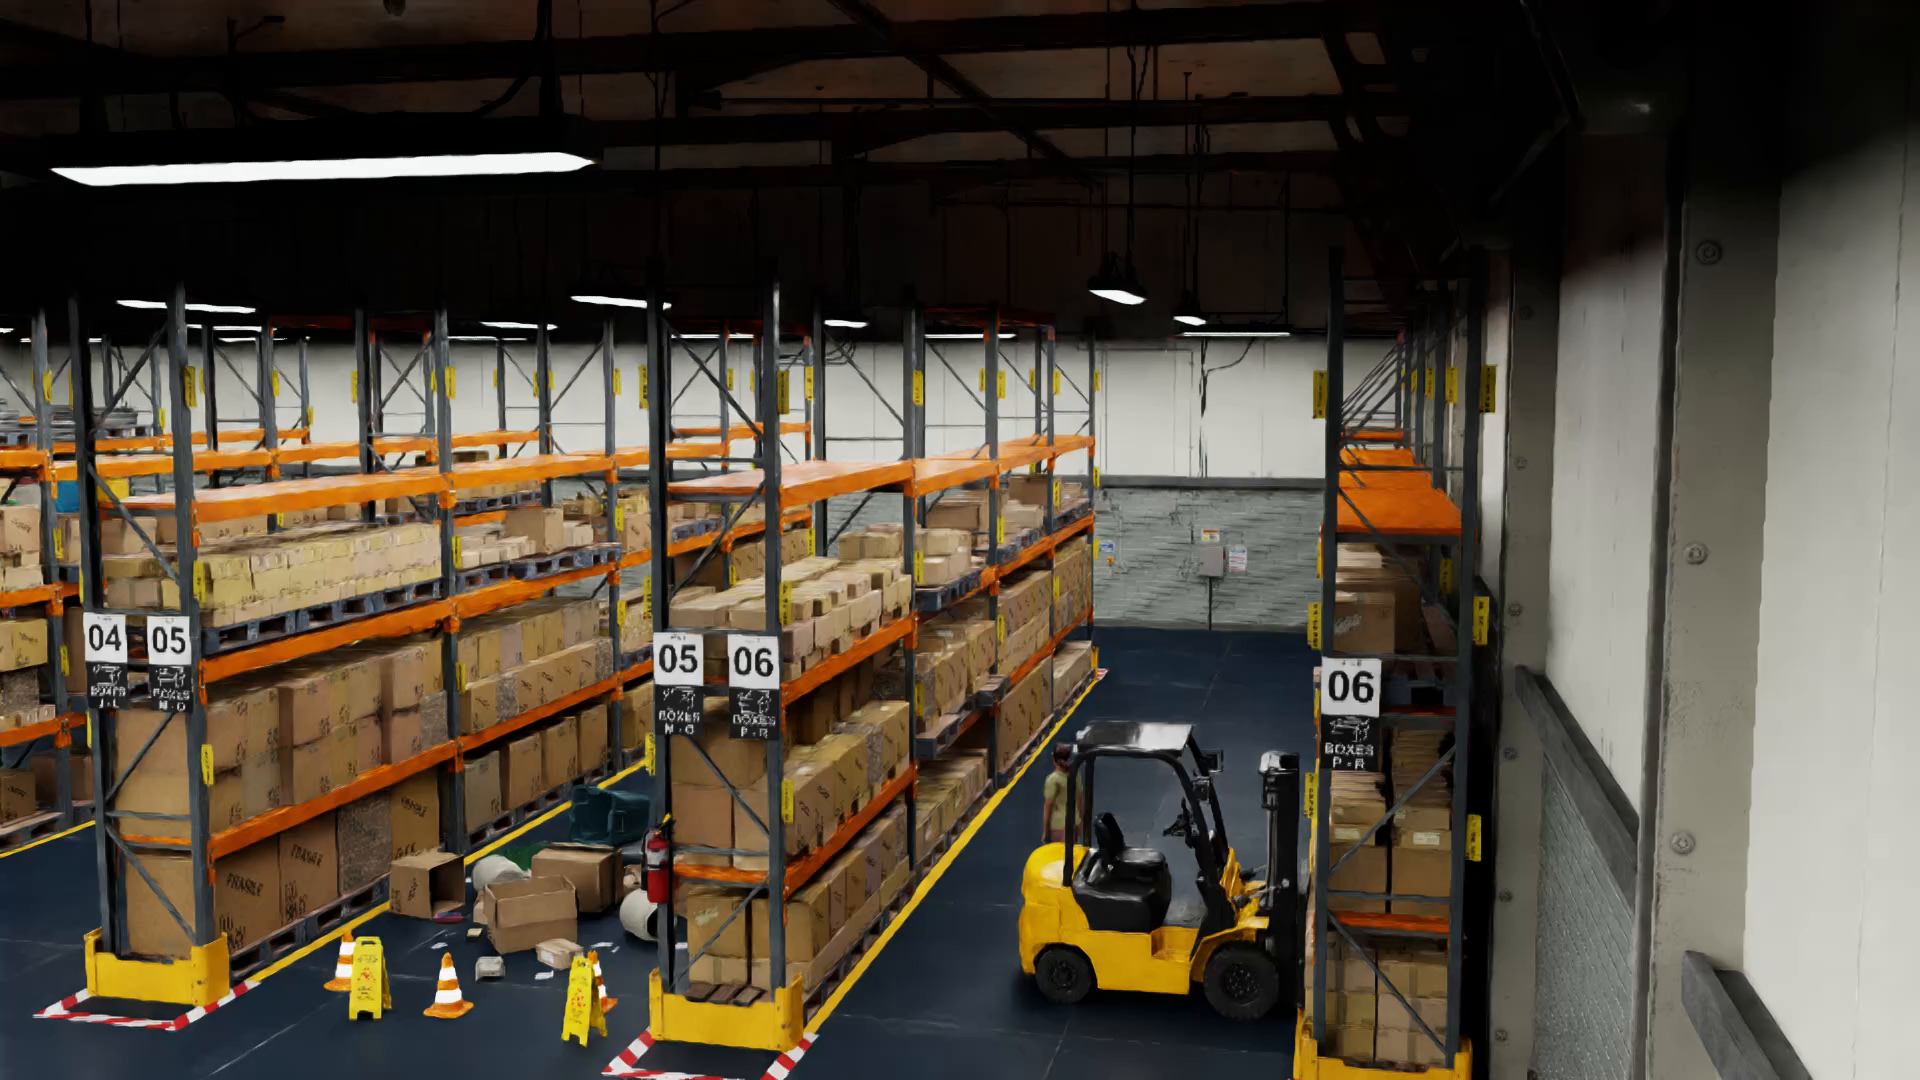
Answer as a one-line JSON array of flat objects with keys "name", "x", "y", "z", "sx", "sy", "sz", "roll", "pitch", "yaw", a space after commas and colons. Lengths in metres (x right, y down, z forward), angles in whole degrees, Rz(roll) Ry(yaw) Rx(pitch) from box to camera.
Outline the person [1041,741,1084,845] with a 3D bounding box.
[{"name": "person", "x": 0.939, "y": 2.711, "z": 15.772, "sx": 0.569, "sy": 1.639, "sz": 0.560, "roll": 6, "pitch": 8, "yaw": 44}]
